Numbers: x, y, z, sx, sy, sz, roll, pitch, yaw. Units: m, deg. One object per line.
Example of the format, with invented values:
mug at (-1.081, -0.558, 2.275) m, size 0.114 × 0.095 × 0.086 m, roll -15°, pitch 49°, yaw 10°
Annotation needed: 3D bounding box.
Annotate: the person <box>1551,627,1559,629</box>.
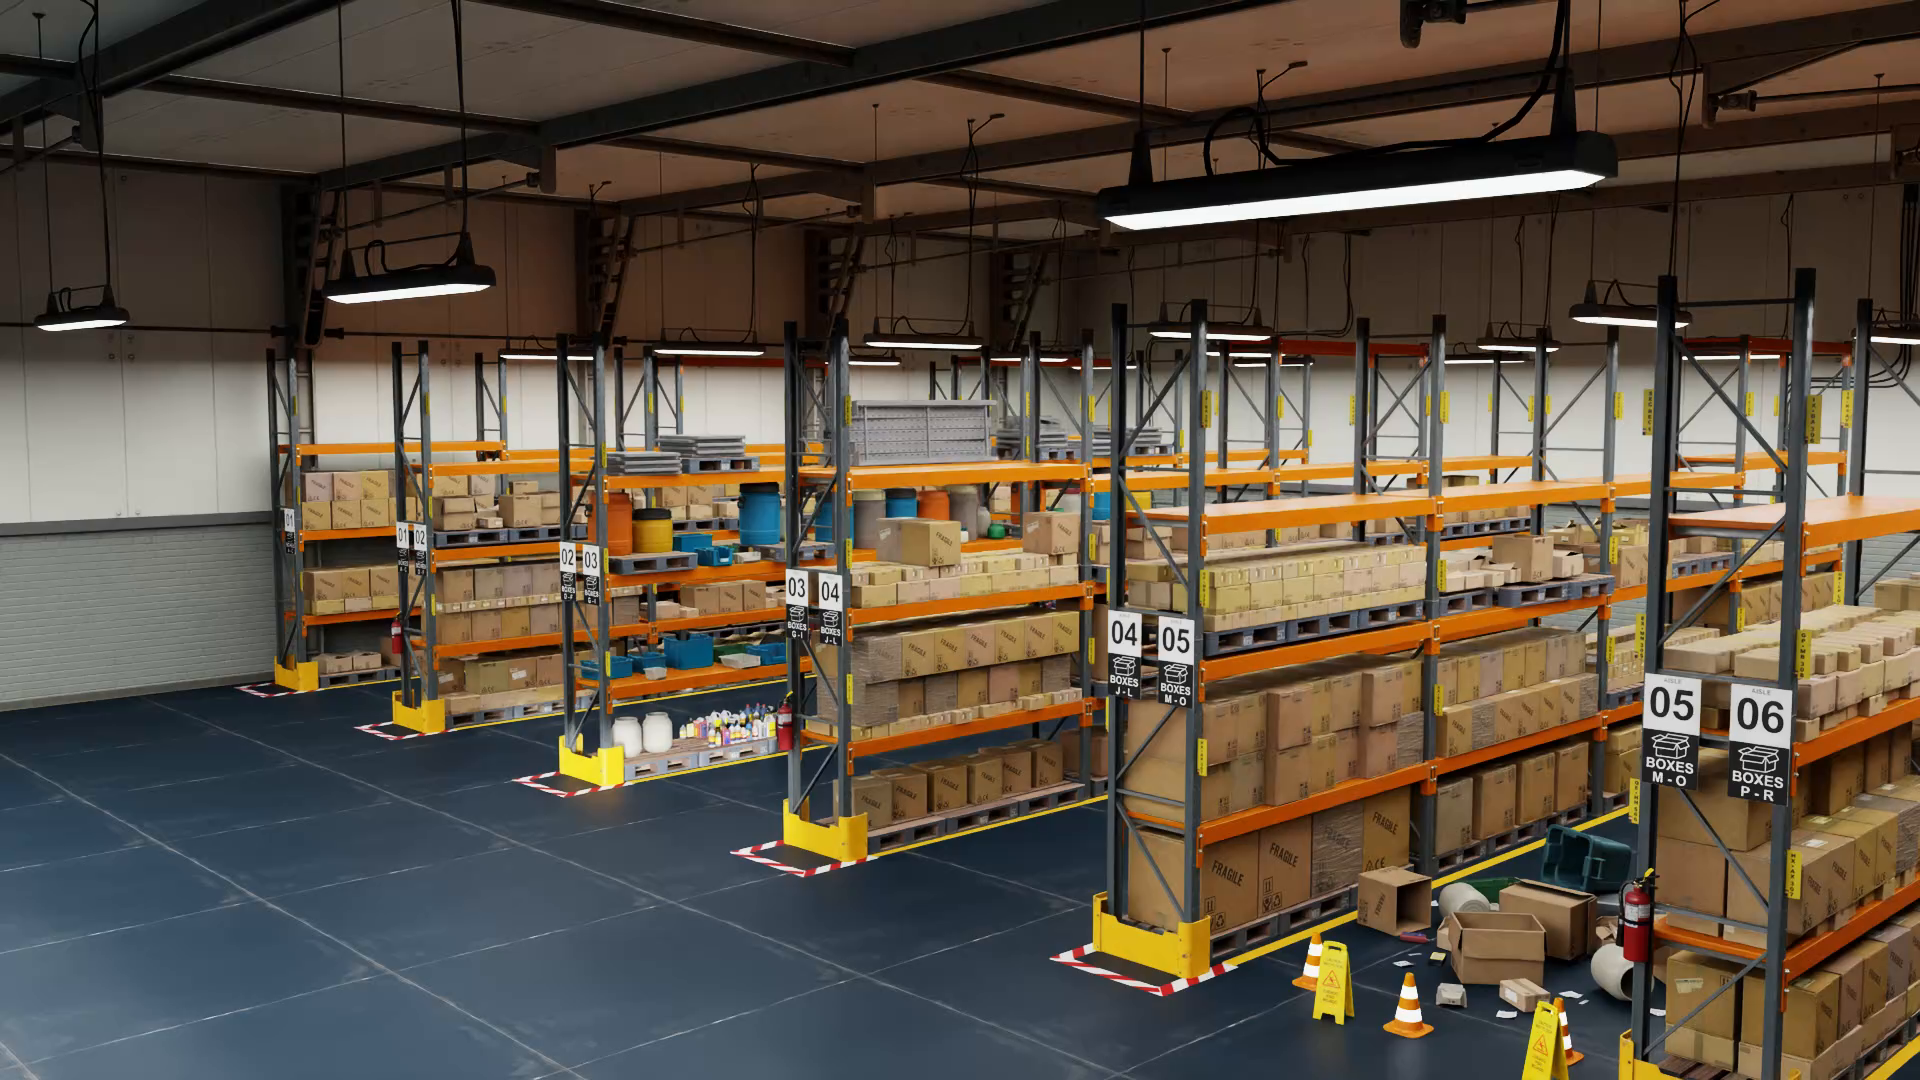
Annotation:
person at (8.751, 2.246, 24.638) m, size 0.552 × 1.515 × 1.114 m, roll 4°, pitch 7°, yaw 42°
